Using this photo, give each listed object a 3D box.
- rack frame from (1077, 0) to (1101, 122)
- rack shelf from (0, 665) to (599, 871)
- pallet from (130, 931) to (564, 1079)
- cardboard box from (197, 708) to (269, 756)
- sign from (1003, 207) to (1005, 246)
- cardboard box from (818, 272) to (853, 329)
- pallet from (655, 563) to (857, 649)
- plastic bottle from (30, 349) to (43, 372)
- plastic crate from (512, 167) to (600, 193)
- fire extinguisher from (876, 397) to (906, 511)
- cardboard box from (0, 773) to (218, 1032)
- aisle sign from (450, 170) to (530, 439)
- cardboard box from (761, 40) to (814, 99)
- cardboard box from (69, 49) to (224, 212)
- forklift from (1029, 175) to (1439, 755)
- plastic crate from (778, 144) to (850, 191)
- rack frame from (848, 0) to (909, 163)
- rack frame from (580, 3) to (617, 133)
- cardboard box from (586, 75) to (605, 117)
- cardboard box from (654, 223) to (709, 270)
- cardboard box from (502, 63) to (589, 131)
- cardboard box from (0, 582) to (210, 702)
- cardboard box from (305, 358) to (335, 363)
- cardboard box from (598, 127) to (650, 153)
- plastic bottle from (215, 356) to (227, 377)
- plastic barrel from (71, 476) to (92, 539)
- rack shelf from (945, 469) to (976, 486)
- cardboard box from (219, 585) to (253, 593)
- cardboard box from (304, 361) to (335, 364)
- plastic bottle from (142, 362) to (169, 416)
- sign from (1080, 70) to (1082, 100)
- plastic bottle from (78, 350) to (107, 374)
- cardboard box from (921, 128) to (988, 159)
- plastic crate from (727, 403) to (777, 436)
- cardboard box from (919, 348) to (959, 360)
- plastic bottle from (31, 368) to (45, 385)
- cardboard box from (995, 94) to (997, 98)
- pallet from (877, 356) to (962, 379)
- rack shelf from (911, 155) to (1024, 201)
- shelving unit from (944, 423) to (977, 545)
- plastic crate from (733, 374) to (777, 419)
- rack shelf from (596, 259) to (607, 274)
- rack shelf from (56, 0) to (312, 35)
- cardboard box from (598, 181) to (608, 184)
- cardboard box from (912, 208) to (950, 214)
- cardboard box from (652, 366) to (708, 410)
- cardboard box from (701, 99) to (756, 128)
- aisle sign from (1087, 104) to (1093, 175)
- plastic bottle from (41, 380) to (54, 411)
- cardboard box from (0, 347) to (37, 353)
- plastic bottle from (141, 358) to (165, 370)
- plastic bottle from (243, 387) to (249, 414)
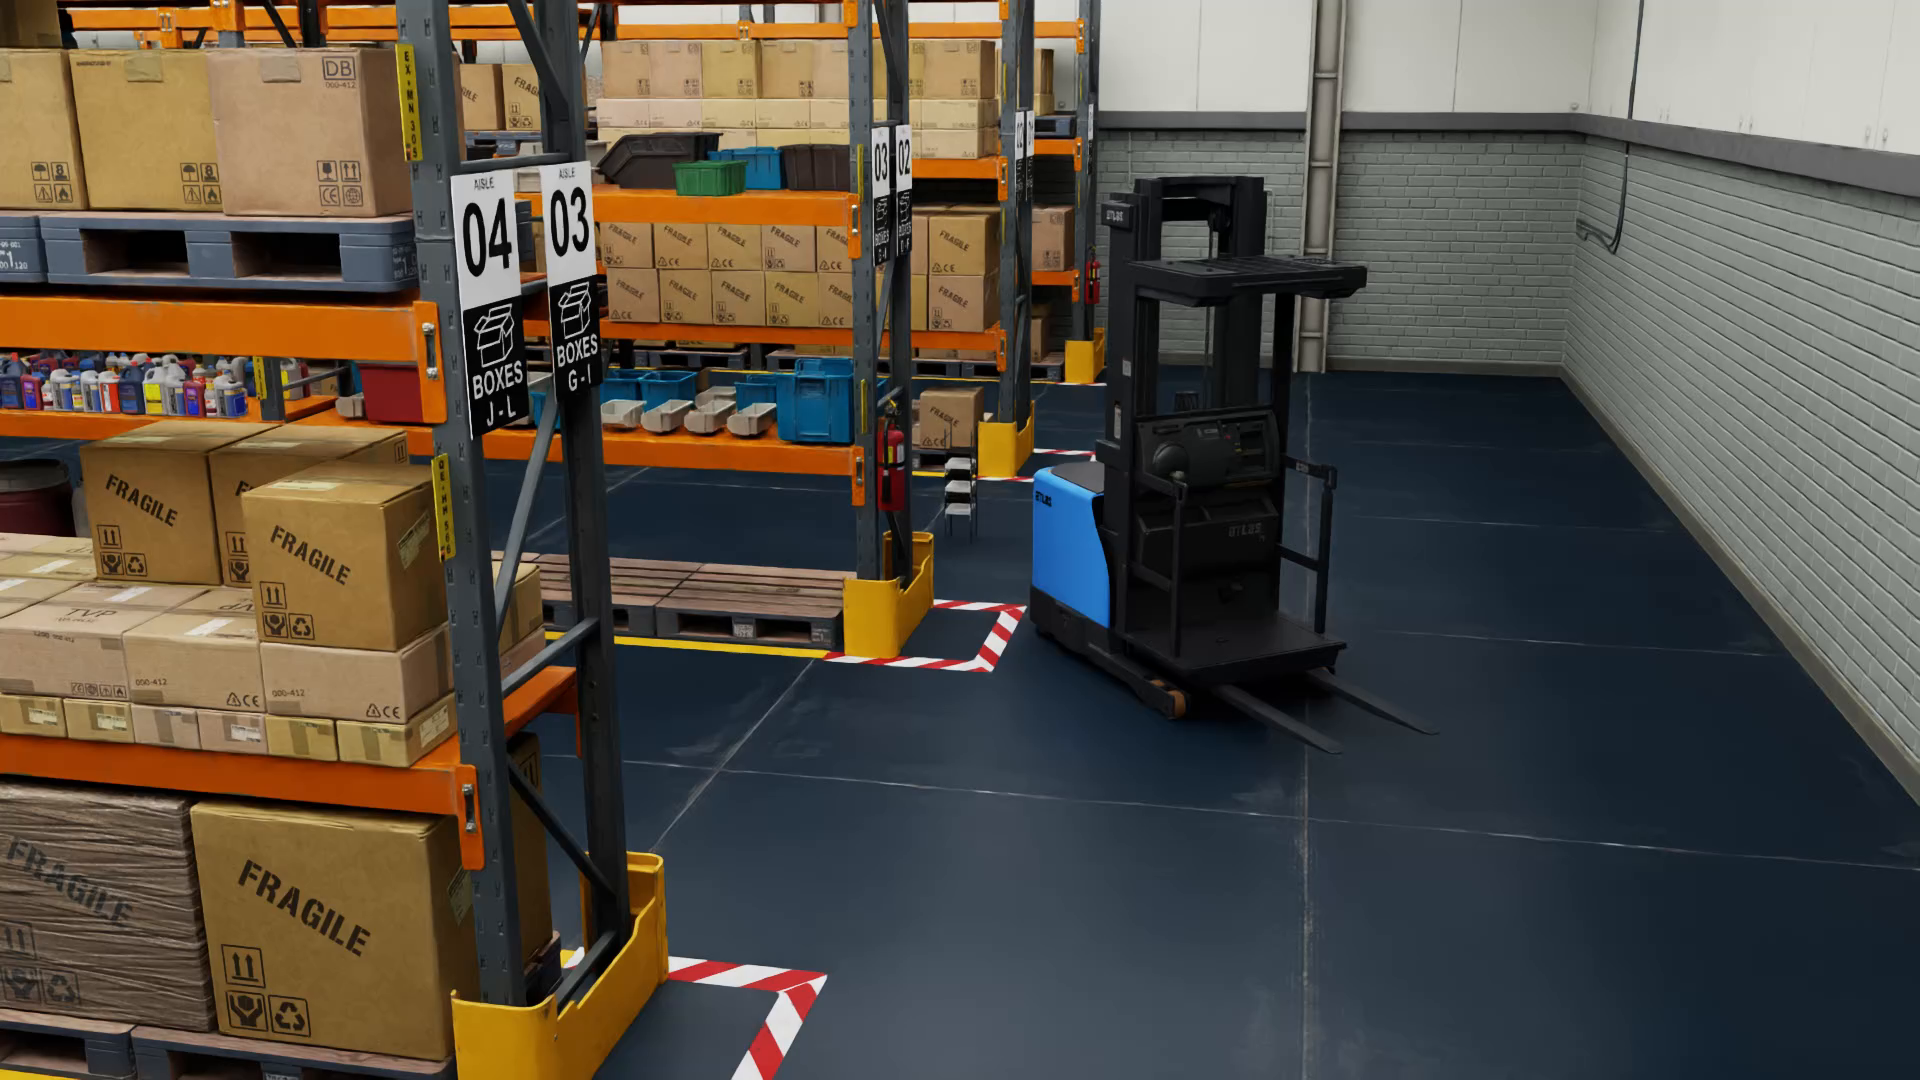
[{"bbox_3d":[1.496,-6.347,19.048,0.127,3.000,1.000,3,16,11],"label":"rack frame"},{"bbox_3d":[-3.426,0.672,6.296,4.000,0.370,1.077,3,16,11],"label":"rack shelf"},{"bbox_3d":[-2.265,1.753,6.268,1.213,0.211,1.003,3,16,11],"label":"pallet"},{"bbox_3d":[-2.382,0.593,5.704,0.250,0.149,0.380,3,16,11],"label":"cardboard box"},{"bbox_3d":[0.382,-2.726,14.453,0.005,0.325,0.100,3,16,11],"label":"sign"},{"bbox_3d":[-0.978,-2.215,15.183,0.500,0.500,0.500,3,16,12],"label":"cardboard box"},{"bbox_3d":[-1.279,0.426,11.060,1.213,0.211,1.003,3,16,11],"label":"pallet"},{"bbox_3d":[-6.717,-1.263,12.151,0.133,0.283,0.061,3,16,11],"label":"plastic bottle"},{"bbox_3d":[-2.553,-2.228,10.290,0.530,0.136,0.437,3,16,11],"label":"plastic crate"},{"bbox_3d":[-0.421,-0.520,10.095,0.183,0.674,0.296,3,16,11],"label":"fire extinguisher"},{"bbox_3d":[-3.001,1.191,6.265,0.875,0.875,0.875,3,16,11],"label":"cardboard box"},{"bbox_3d":[-1.455,-0.739,5.172,0.004,0.787,0.394,3,16,11],"label":"aisle sign"},{"bbox_3d":[-1.450,-4.257,15.061,0.500,0.500,0.700,3,16,11],"label":"cardboard box"},{"bbox_3d":[-2.513,-1.388,5.604,0.500,0.500,0.700,3,16,9],"label":"cardboard box"},{"bbox_3d":[1.534,-0.534,9.430,1.130,2.935,3.031,-7,17,-24],"label":"forklift"},{"bbox_3d":[-0.800,-2.340,10.447,0.590,0.269,0.497,3,16,11],"label":"plastic crate"},{"bbox_3d":[-0.479,-3.755,9.692,0.127,3.000,1.000,3,16,11],"label":"rack frame"},{"bbox_3d":[-3.408,-5.264,15.138,0.127,3.000,1.000,3,16,11],"label":"rack frame"},{"bbox_3d":[-4.301,-5.506,20.620,0.500,0.500,0.700,3,16,11],"label":"cardboard box"},{"bbox_3d":[-2.496,-2.777,15.337,0.500,0.500,0.500,3,16,9],"label":"cardboard box"},{"bbox_3d":[-3.887,-4.163,15.622,0.600,0.600,0.600,2,16,6],"label":"cardboard box"},{"bbox_3d":[-2.989,0.350,5.834,0.500,0.250,0.500,3,16,9],"label":"cardboard box"},{"bbox_3d":[-6.308,-1.964,16.917,0.500,0.250,0.500,4,16,13],"label":"cardboard box"},{"bbox_3d":[-2.981,-3.655,15.231,0.500,0.250,0.500,3,16,11],"label":"cardboard box"},{"bbox_3d":[-5.243,-1.172,11.846,0.097,0.271,0.097,0,15,0],"label":"plastic bottle"},{"bbox_3d":[-6.158,-0.205,11.987,0.421,0.512,0.421,0,15,0],"label":"plastic barrel"},{"bbox_3d":[0.008,-0.488,12.855,0.200,0.077,0.258,3,16,11],"label":"rack shelf"},{"bbox_3d":[-2.393,0.238,6.237,0.500,0.250,0.500,3,16,10],"label":"cardboard box"},{"bbox_3d":[-6.364,-1.604,17.024,0.500,0.500,0.500,4,16,13],"label":"cardboard box"},{"bbox_3d":[-5.364,-1.017,11.135,0.185,0.351,0.144,3,16,11],"label":"plastic bottle"},{"bbox_3d":[1.374,-5.149,18.831,0.005,0.325,0.100,3,16,11],"label":"sign"},{"bbox_3d":[-6.257,-1.259,12.011,0.185,0.351,0.144,3,16,11],"label":"plastic bottle"},{"bbox_3d":[-0.044,-3.492,14.640,0.500,0.250,0.500,3,16,11],"label":"cardboard box"},{"bbox_3d":[-1.314,-0.762,10.506,0.243,0.136,0.396,3,16,11],"label":"plastic crate"},{"bbox_3d":[-0.194,-2.518,20.359,0.500,0.500,0.700,3,16,9],"label":"cardboard box"},{"bbox_3d":[-6.298,-1.039,11.366,0.097,0.271,0.097,0,15,0],"label":"plastic bottle"},{"bbox_3d":[0.215,-5.077,19.388,0.500,0.250,0.500,3,16,9],"label":"cardboard box"},{"bbox_3d":[-0.496,-2.200,20.538,1.213,0.211,1.003,3,16,11],"label":"pallet"},{"bbox_3d":[-1.448,-3.365,15.250,4.000,0.370,1.077,3,16,11],"label":"rack shelf"},{"bbox_3d":[0.008,-0.433,12.870,0.210,0.900,0.258,3,16,11],"label":"shelving unit"},{"bbox_3d":[-1.300,-0.947,10.992,0.300,0.233,0.416,3,16,11],"label":"plastic crate"},{"bbox_3d":[-4.384,-3.428,21.097,4.000,0.370,1.077,3,16,11],"label":"rack shelf"},{"bbox_3d":[-6.358,-3.535,10.994,4.000,0.370,1.077,3,16,11],"label":"rack shelf"},{"bbox_3d":[-4.340,-4.404,21.086,0.500,0.250,0.500,3,16,10],"label":"cardboard box"},{"bbox_3d":[-0.384,-2.808,15.451,0.500,0.500,0.500,3,16,12],"label":"cardboard box"},{"bbox_3d":[-2.793,-1.424,16.372,0.500,0.500,0.500,3,16,11],"label":"cardboard box"},{"bbox_3d":[-2.003,-3.840,14.962,0.500,0.250,0.500,3,16,11],"label":"cardboard box"},{"bbox_3d":[1.506,-4.626,19.205,0.004,0.787,0.394,3,16,11],"label":"aisle sign"},{"bbox_3d":[-6.180,-0.983,11.292,0.097,0.201,0.097,0,15,0],"label":"plastic bottle"},{"bbox_3d":[-10.282,-1.973,17.810,0.500,0.311,0.500,4,16,13],"label":"cardboard box"},{"bbox_3d":[-5.714,-1.151,11.761,0.135,0.276,0.152,3,16,11],"label":"plastic bottle"},{"bbox_3d":[-4.843,-0.951,11.180,0.097,0.201,0.097,0,15,0],"label":"plastic bottle"}]
